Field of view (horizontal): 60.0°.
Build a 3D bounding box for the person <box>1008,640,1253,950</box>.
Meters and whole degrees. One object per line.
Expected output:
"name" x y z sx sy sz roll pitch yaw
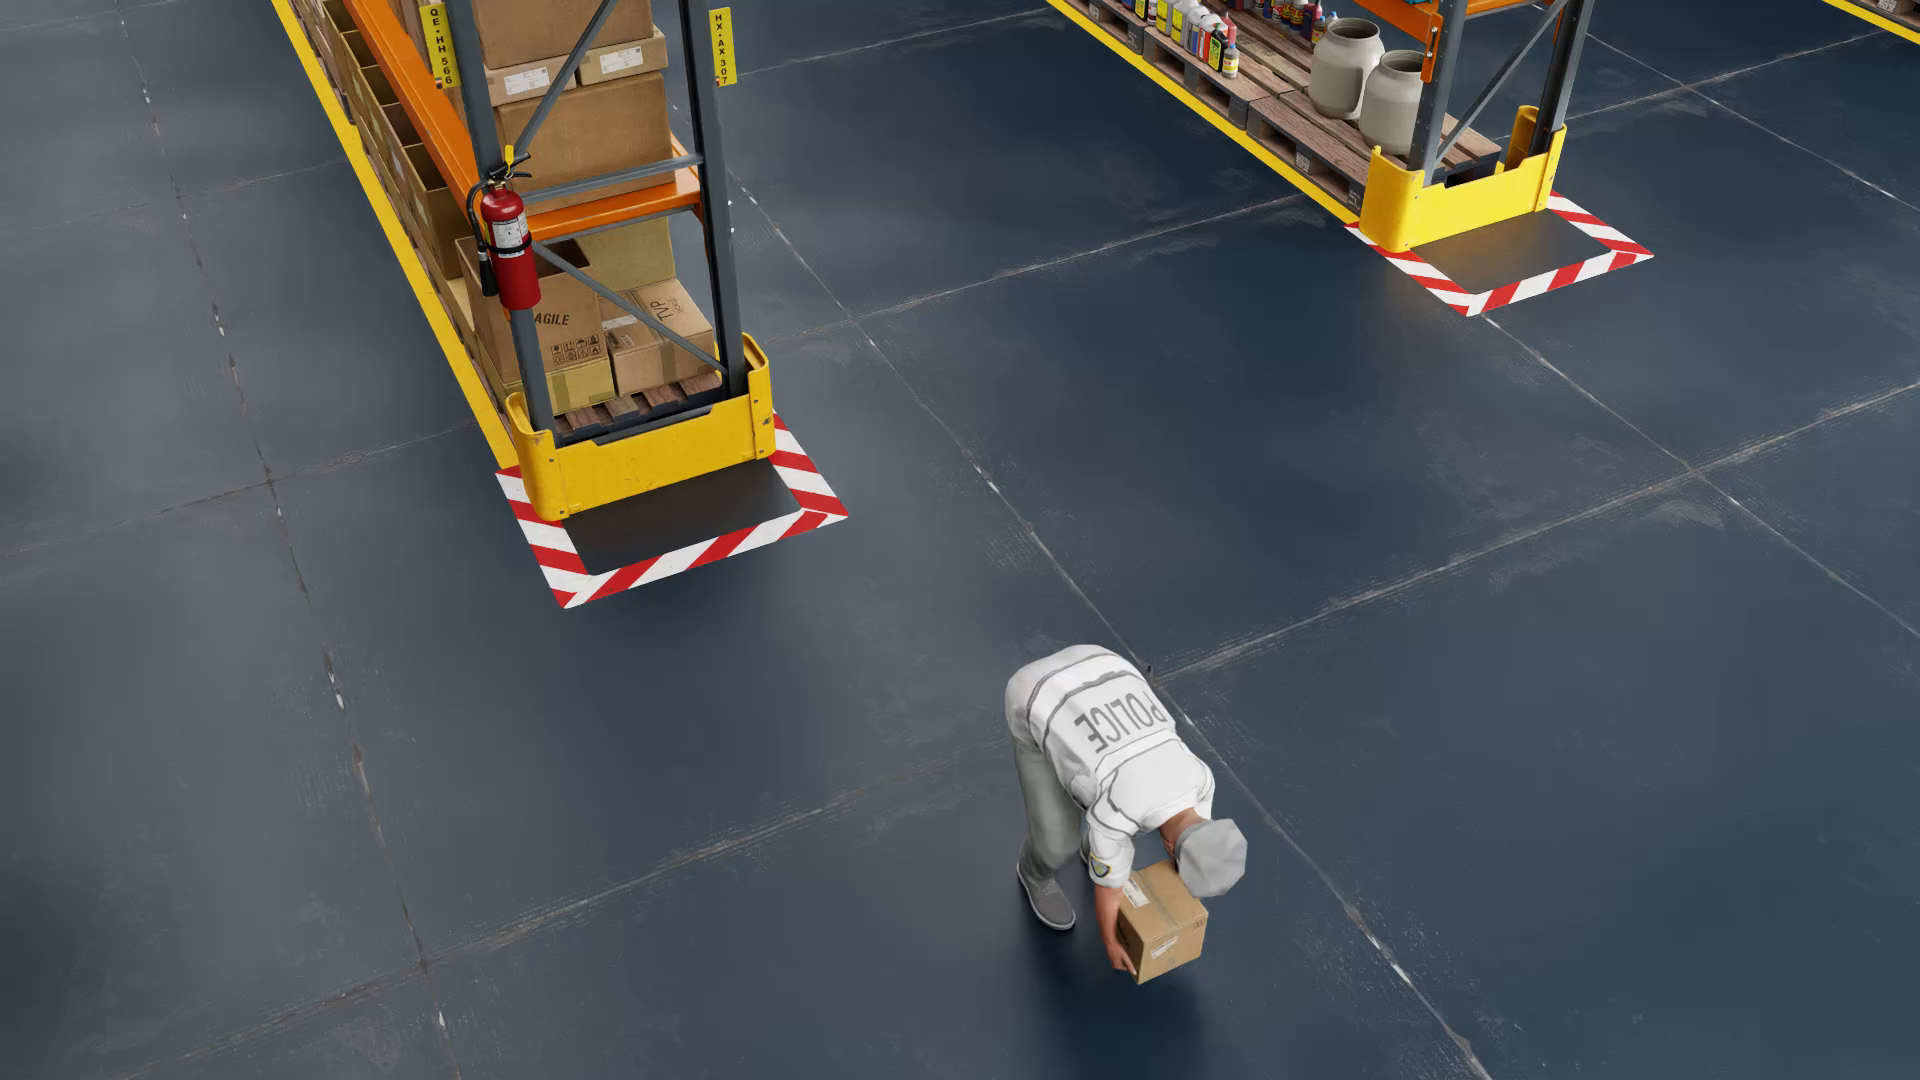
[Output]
"person" 0.539 0.963 5.534 0.489 1.113 1.045 -20 45 -22
